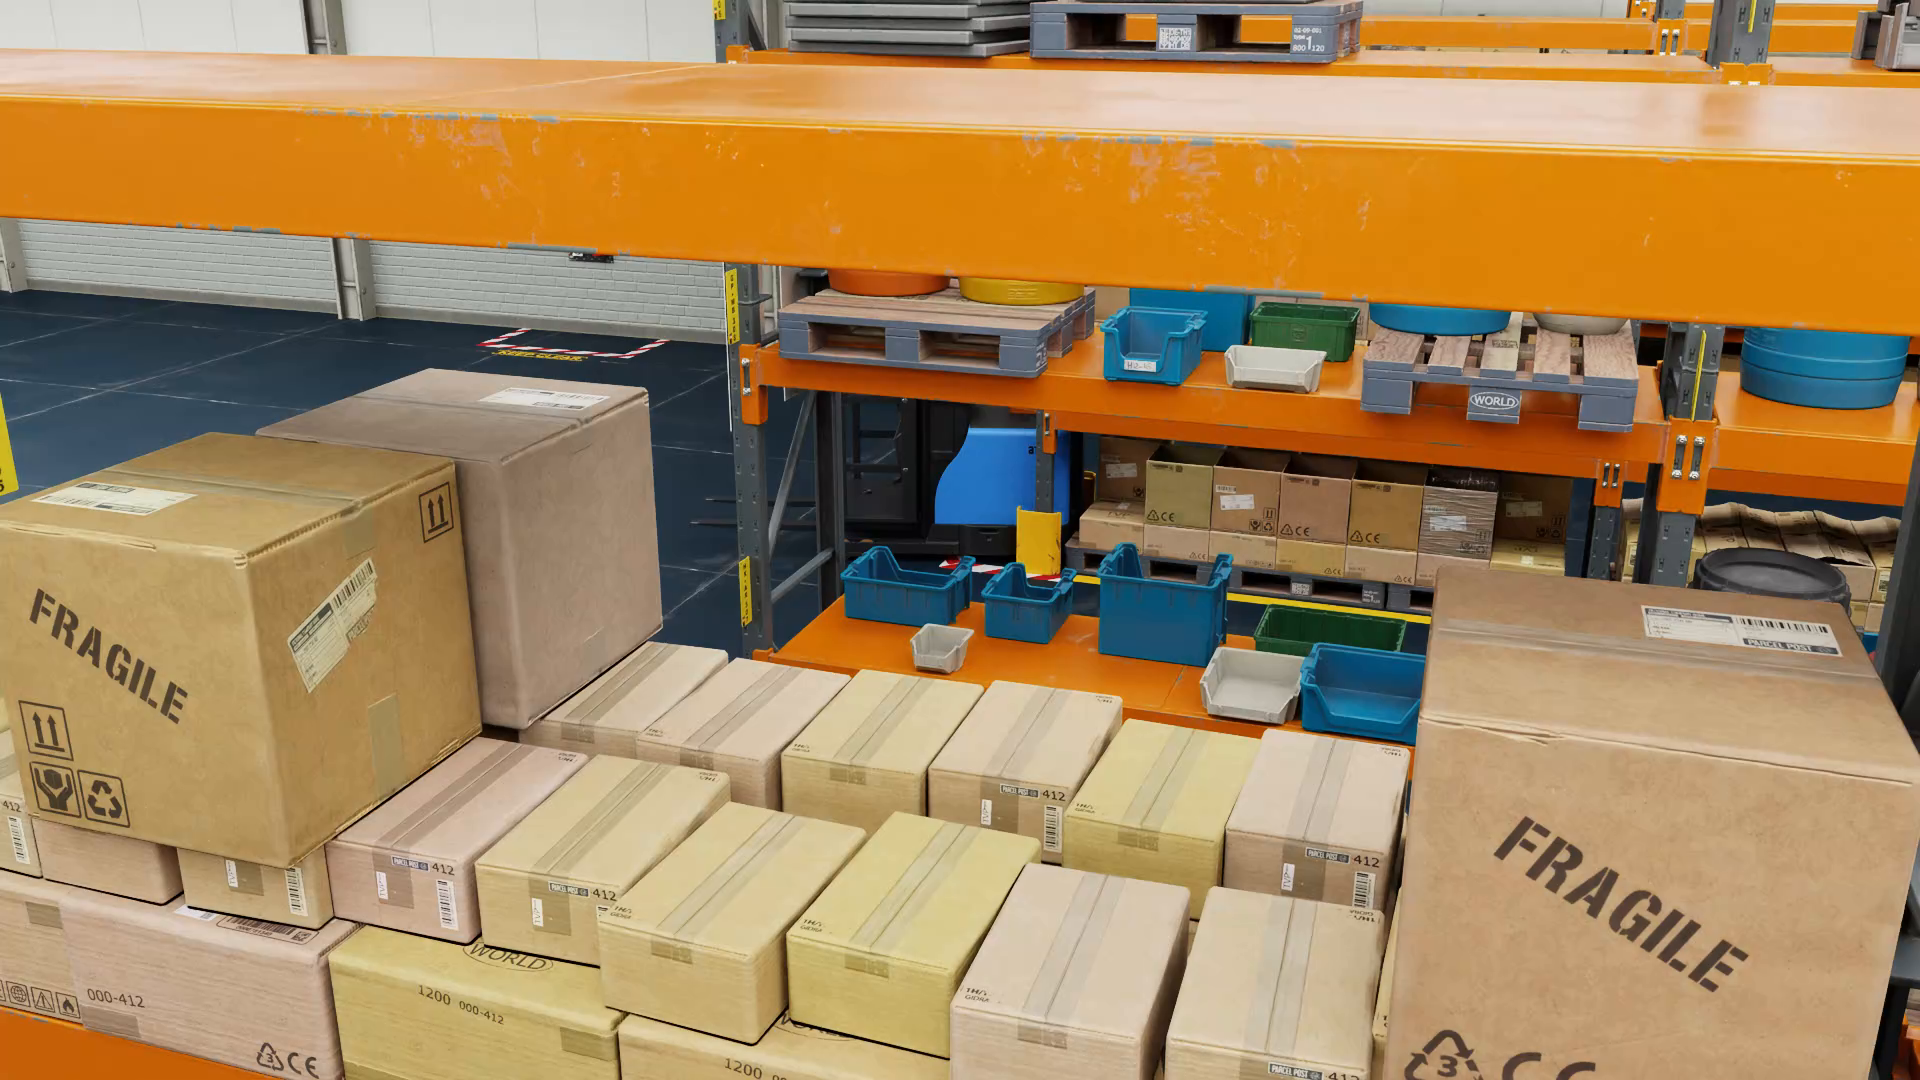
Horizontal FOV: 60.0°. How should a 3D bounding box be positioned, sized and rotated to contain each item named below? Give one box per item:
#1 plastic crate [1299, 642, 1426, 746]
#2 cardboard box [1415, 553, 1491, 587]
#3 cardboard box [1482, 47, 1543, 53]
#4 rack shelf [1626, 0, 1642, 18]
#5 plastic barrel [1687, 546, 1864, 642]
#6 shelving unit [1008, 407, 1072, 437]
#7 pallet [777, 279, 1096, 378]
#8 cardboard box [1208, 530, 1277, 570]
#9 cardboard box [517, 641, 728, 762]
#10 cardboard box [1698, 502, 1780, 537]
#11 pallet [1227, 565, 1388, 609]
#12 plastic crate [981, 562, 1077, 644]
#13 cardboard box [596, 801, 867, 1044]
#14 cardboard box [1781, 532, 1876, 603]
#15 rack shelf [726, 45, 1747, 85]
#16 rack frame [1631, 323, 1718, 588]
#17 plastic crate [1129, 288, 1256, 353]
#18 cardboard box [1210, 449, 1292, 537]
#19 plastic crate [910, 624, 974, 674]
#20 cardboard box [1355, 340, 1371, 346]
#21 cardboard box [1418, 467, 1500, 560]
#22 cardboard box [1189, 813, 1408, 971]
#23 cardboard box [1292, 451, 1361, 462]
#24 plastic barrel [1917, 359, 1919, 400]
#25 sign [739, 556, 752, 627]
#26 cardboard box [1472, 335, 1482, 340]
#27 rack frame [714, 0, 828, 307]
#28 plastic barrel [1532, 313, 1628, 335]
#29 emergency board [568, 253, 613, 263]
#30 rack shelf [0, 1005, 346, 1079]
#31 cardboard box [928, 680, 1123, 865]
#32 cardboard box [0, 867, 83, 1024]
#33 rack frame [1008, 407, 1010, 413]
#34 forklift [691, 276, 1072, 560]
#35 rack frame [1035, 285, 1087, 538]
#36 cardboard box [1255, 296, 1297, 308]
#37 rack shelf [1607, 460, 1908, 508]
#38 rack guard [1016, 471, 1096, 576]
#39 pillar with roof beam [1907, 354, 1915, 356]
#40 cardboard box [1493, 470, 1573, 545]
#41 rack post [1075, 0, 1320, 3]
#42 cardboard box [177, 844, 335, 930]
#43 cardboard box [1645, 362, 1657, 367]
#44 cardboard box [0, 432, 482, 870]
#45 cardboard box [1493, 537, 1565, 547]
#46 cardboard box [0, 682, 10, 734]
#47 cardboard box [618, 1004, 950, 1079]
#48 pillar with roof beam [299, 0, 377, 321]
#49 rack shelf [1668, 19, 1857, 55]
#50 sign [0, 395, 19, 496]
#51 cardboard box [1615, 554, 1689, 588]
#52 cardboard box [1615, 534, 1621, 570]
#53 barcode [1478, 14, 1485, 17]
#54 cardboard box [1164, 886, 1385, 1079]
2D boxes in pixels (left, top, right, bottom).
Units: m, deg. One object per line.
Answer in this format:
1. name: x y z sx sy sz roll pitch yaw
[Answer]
1. plastic crate: 1.811 0.673 7.313 0.616 0.251 0.499 7 20 18
2. cardboard box: 3.596 0.160 12.101 0.500 0.250 0.500 7 20 18
3. cardboard box: 5.110 -4.413 15.421 0.500 0.500 0.500 8 21 21
4. rack shelf: 4.307 -5.150 15.776 4.000 0.370 1.077 7 20 18
5. plastic barrel: 3.211 0.538 6.715 0.708 0.901 0.600 7 20 18
6. shelving unit: 0.638 -0.883 13.307 0.503 2.100 0.431 10 22 6
7. pallet: -0.084 -1.001 7.621 1.213 0.211 1.003 7 20 18
8. cardboard box: 2.175 0.001 12.556 0.500 0.250 0.500 7 20 18
9. cardboard box: -0.624 0.332 3.131 0.250 0.149 0.380 5 20 15
10. cardboard box: 5.545 -0.057 11.871 0.500 0.311 0.500 7 20 20
11. pallet: 2.681 0.185 12.724 1.213 0.211 1.003 7 20 18
12. plastic crate: 0.349 0.309 8.357 0.408 0.251 0.499 7 20 18
13. cardboard box: -0.329 0.558 2.482 0.250 0.149 0.380 8 21 21
14. cardboard box: 5.844 0.167 11.227 0.500 0.311 0.500 6 20 16
15. rack shelf: 1.056 -1.882 7.004 4.000 0.370 1.077 7 20 18
16. rack frame: 2.945 0.638 7.188 0.127 3.000 1.000 7 20 18
17. plastic crate: 1.067 -1.090 7.614 0.575 0.384 0.392 7 20 18
18. cardboard box: 2.179 -0.357 12.443 0.500 0.500 0.500 7 20 18
19. plastic crate: -0.093 0.528 7.906 0.250 0.136 0.298 7 20 18
20. cardboard box: 2.796 -1.383 11.849 0.250 0.149 0.380 7 20 20
21. cardboard box: 3.596 -0.195 11.979 0.500 0.500 0.500 7 20 18
22. cardboard box: 0.478 0.649 2.828 0.500 0.250 0.500 6 20 18
23. cardboard box: 2.822 -0.464 12.751 0.500 0.500 0.500 7 20 18
24. plastic barrel: 4.115 -0.957 6.445 0.600 0.901 0.600 0 19 0
25. sign: -1.018 0.246 7.892 0.005 0.325 0.100 7 20 18
26. cardboard box: 3.675 -1.661 11.662 0.500 0.500 0.700 6 20 18
27. rack frame: -0.833 -2.627 7.440 0.127 3.000 1.000 7 20 18
28. plastic barrel: 2.603 -1.137 6.915 0.421 0.512 0.421 0 19 0
29. emergency board: -4.626 -3.994 20.478 0.643 1.169 0.194 7 20 18
30. rack shelf: -0.569 0.886 3.014 4.000 0.370 1.077 7 20 18
31. cardboard box: 0.122 0.401 2.933 0.250 0.149 0.380 6 20 17
32. cardboard box: -1.599 0.587 3.006 0.500 0.250 0.500 6 20 17
33. rack frame: 0.399 -0.926 13.332 0.015 2.100 0.400 10 22 6
34. forklift: -0.623 -1.395 13.124 3.031 2.935 1.130 1 19 3
35. rack frame: 0.796 -1.333 12.844 0.127 3.000 1.000 7 20 18
36. cardboard box: 2.258 -1.824 12.128 0.500 0.500 0.700 7 20 18
37. rack shelf: 6.464 -0.346 11.104 4.000 0.370 1.077 7 20 18
38. rack guard: 0.773 -0.156 13.263 0.348 0.500 1.175 7 20 18
39. pillar with roof beam: 7.618 -3.914 11.132 0.400 9.000 9.100 7 20 18
40. cardboard box: 4.239 -0.303 12.288 0.500 0.500 0.500 7 20 18
41. rack post: 1.007 -2.391 6.880 0.954 0.300 0.937 6 20 17
42. cardboard box: -1.057 0.465 2.750 0.250 0.149 0.380 6 20 16
43. cardboard box: 6.897 -1.395 16.150 0.500 0.500 0.700 7 20 20
44. cardboard box: -1.145 0.150 2.667 0.500 0.500 0.500 6 20 18
45. cardboard box: 4.236 0.054 12.402 0.500 0.250 0.500 7 20 18
46. cardboard box: -1.782 0.361 3.048 0.250 0.149 0.380 6 20 17
47. cardboard box: -0.169 0.752 2.533 0.500 0.250 0.500 6 20 18
48. pillar with roof beam: -9.385 -5.858 16.710 0.400 9.000 9.100 7 20 18
49. rack shelf: 6.464 -2.990 10.182 4.000 0.370 1.077 7 20 18
50. sign: -2.257 -0.259 3.859 0.005 0.325 0.100 7 20 18
51. cardboard box: 4.874 0.319 11.642 0.500 0.250 0.500 6 20 17
52. cardboard box: 5.061 0.153 12.118 0.500 0.250 0.500 6 20 18
53. barcode: 5.025 -5.039 16.033 0.075 0.075 0.001 7 20 18
54. cardboard box: 0.430 0.642 2.243 0.250 0.149 0.380 5 20 15
